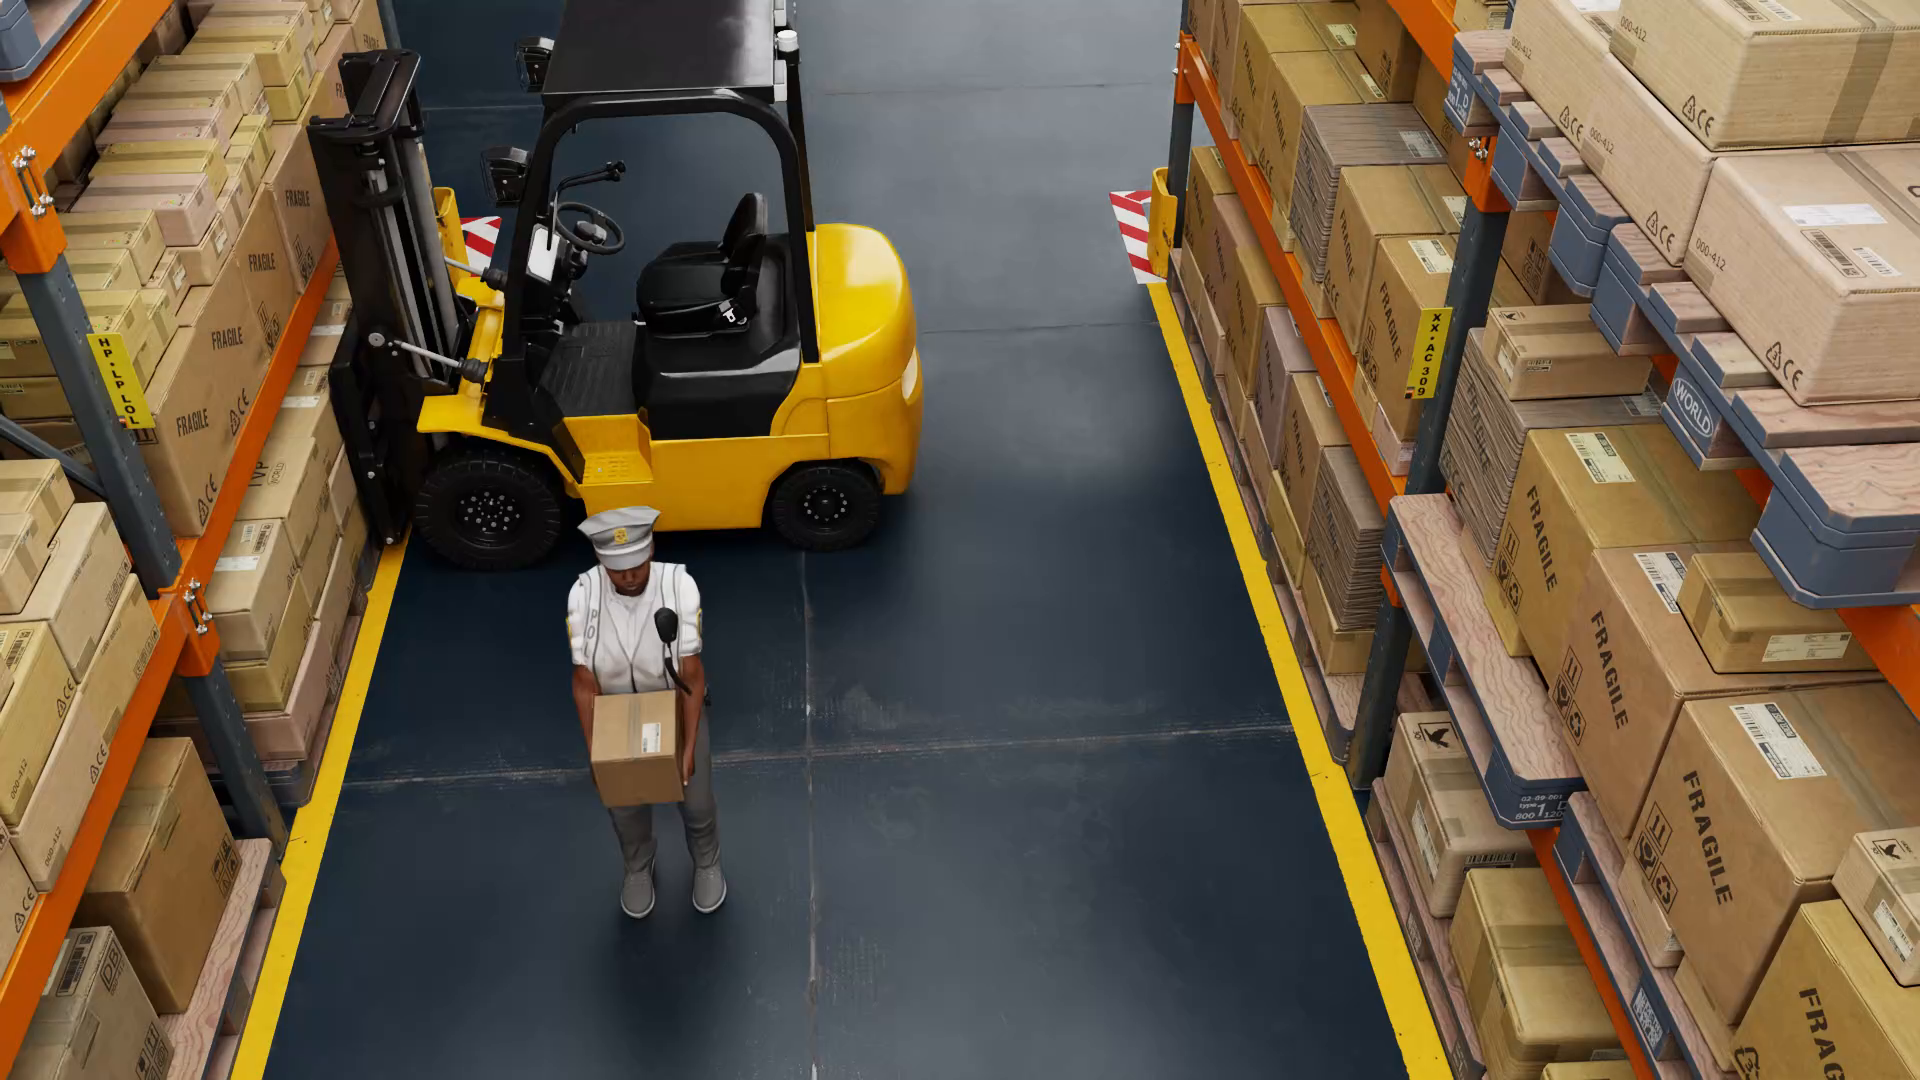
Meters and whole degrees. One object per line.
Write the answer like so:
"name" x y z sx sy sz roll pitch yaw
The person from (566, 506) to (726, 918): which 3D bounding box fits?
"person" -1.006 0.620 5.384 0.423 1.691 0.521 -4 40 -5
